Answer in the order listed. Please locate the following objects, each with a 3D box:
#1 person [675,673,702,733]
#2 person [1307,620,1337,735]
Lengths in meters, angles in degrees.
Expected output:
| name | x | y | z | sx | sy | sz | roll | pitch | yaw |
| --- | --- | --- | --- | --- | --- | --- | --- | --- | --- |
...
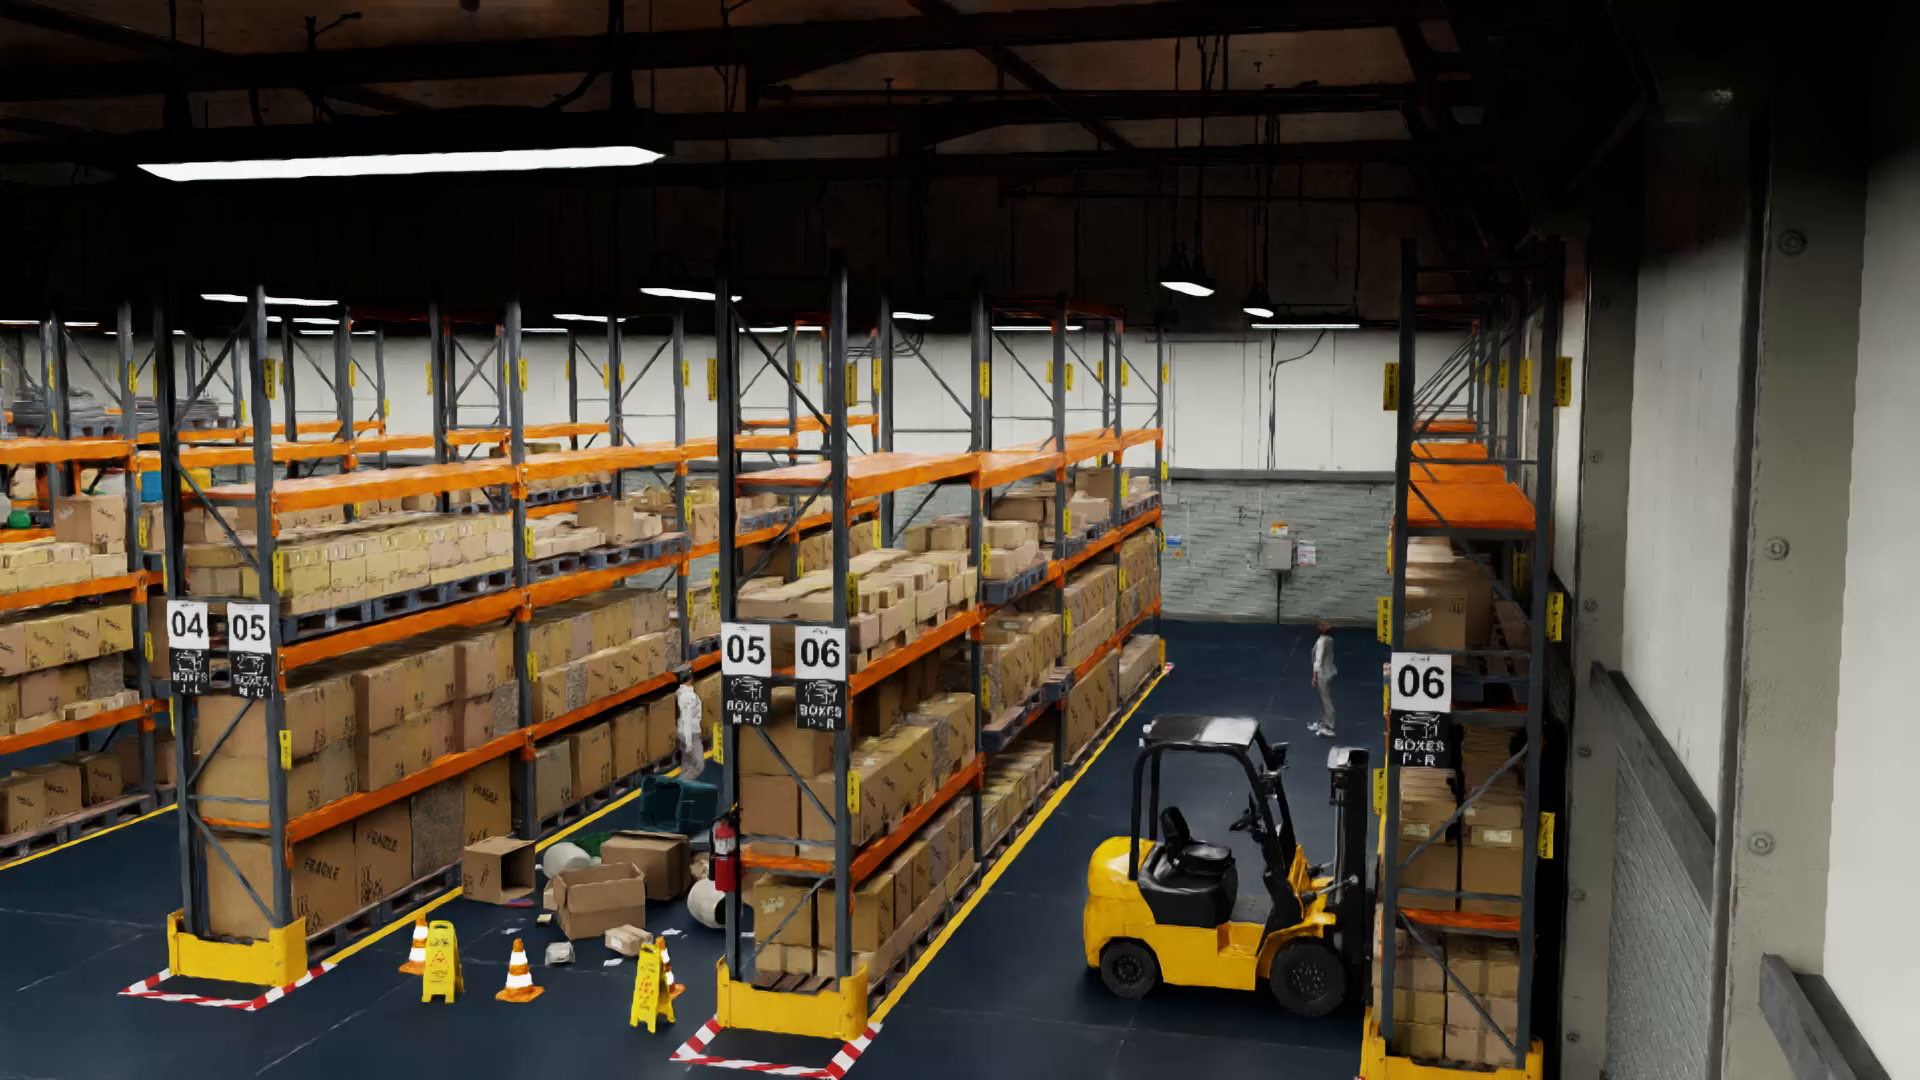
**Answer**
| name | x | y | z | sx | sy | sz | roll | pitch | yaw |
| --- | --- | --- | --- | --- | --- | --- | --- | --- | --- |
| person | -3.195 | 2.297 | 19.383 | 0.412 | 1.652 | 0.460 | -2 | 6 | -15 |
| person | 5.062 | 1.903 | 23.252 | 0.491 | 1.592 | 0.515 | 4 | 7 | 33 |
